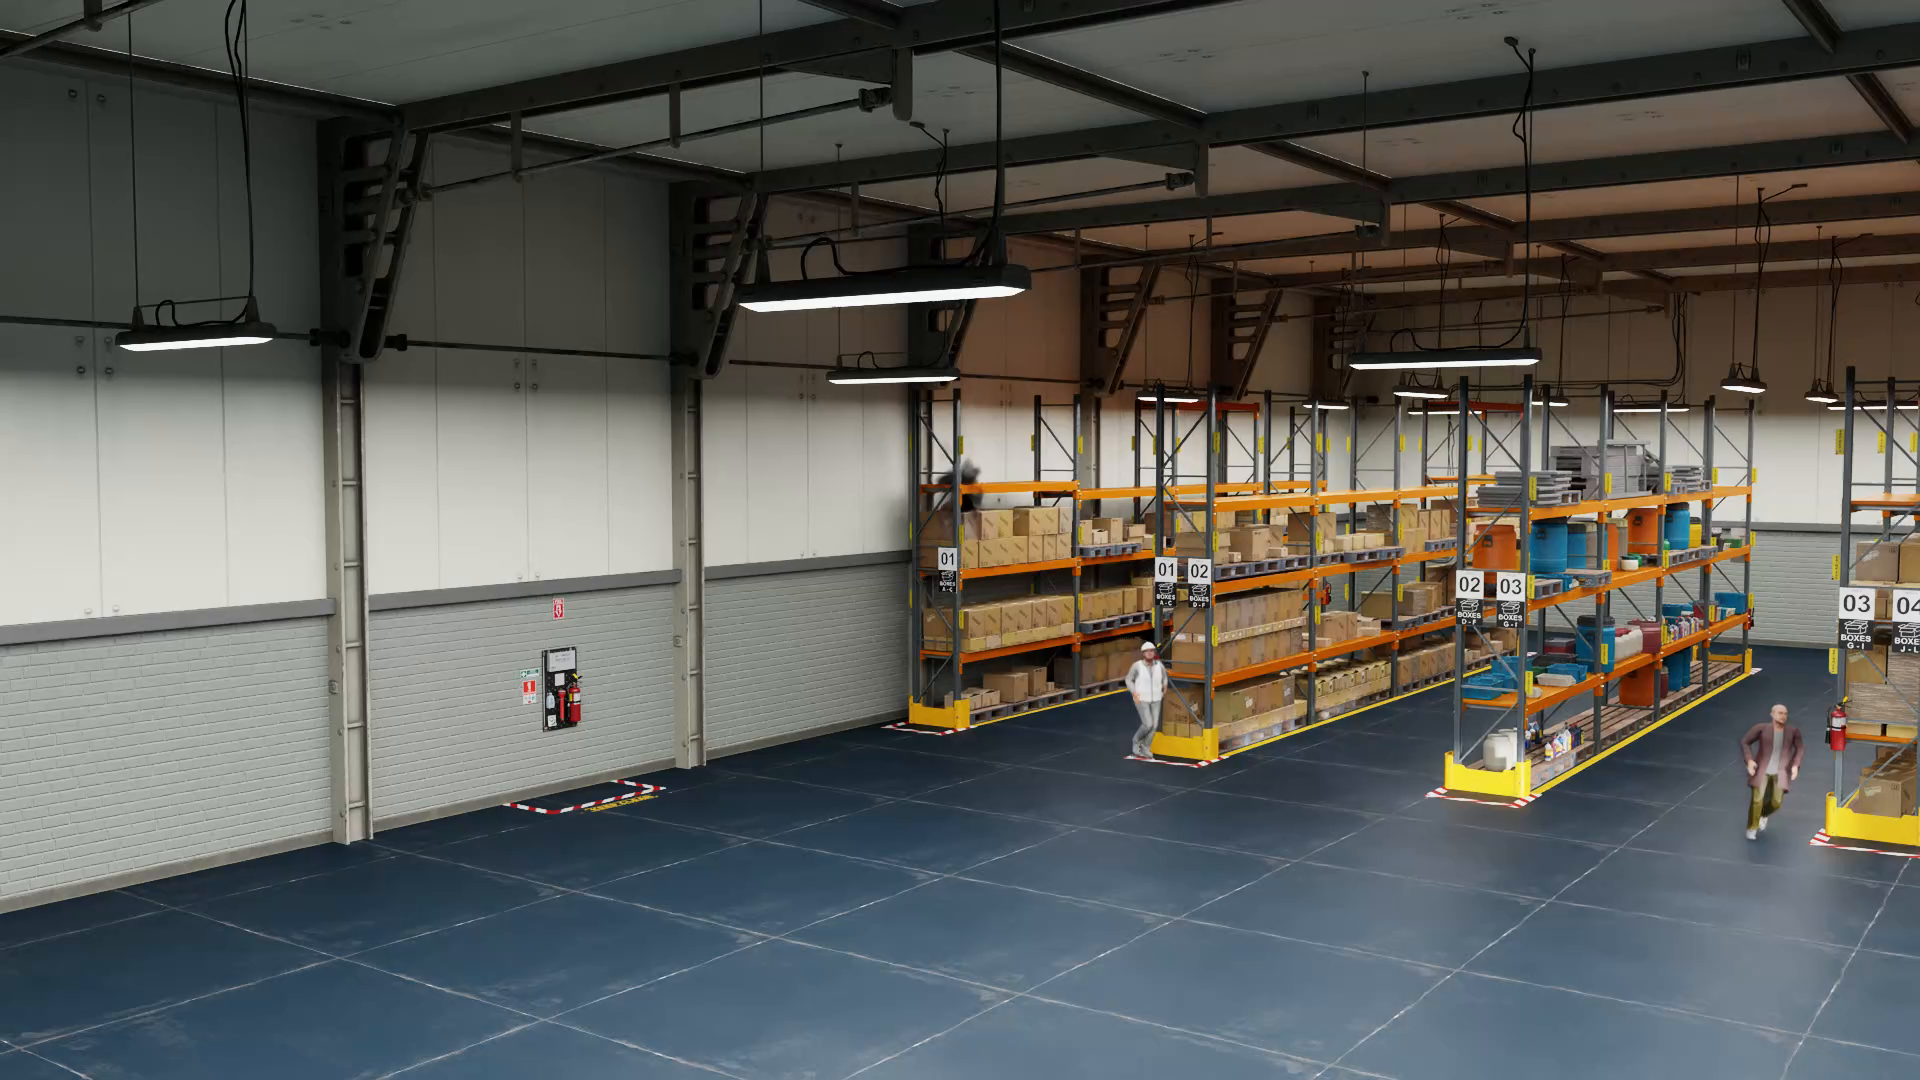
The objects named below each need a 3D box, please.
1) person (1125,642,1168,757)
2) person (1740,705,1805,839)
[{"bbox_3d":[2.868,2.416,25.119,0.651,1.748,0.570,-1,3,-16],"label":"person"},{"bbox_3d":[10.340,2.947,21.162,0.765,1.714,0.578,1,3,19],"label":"person"}]
